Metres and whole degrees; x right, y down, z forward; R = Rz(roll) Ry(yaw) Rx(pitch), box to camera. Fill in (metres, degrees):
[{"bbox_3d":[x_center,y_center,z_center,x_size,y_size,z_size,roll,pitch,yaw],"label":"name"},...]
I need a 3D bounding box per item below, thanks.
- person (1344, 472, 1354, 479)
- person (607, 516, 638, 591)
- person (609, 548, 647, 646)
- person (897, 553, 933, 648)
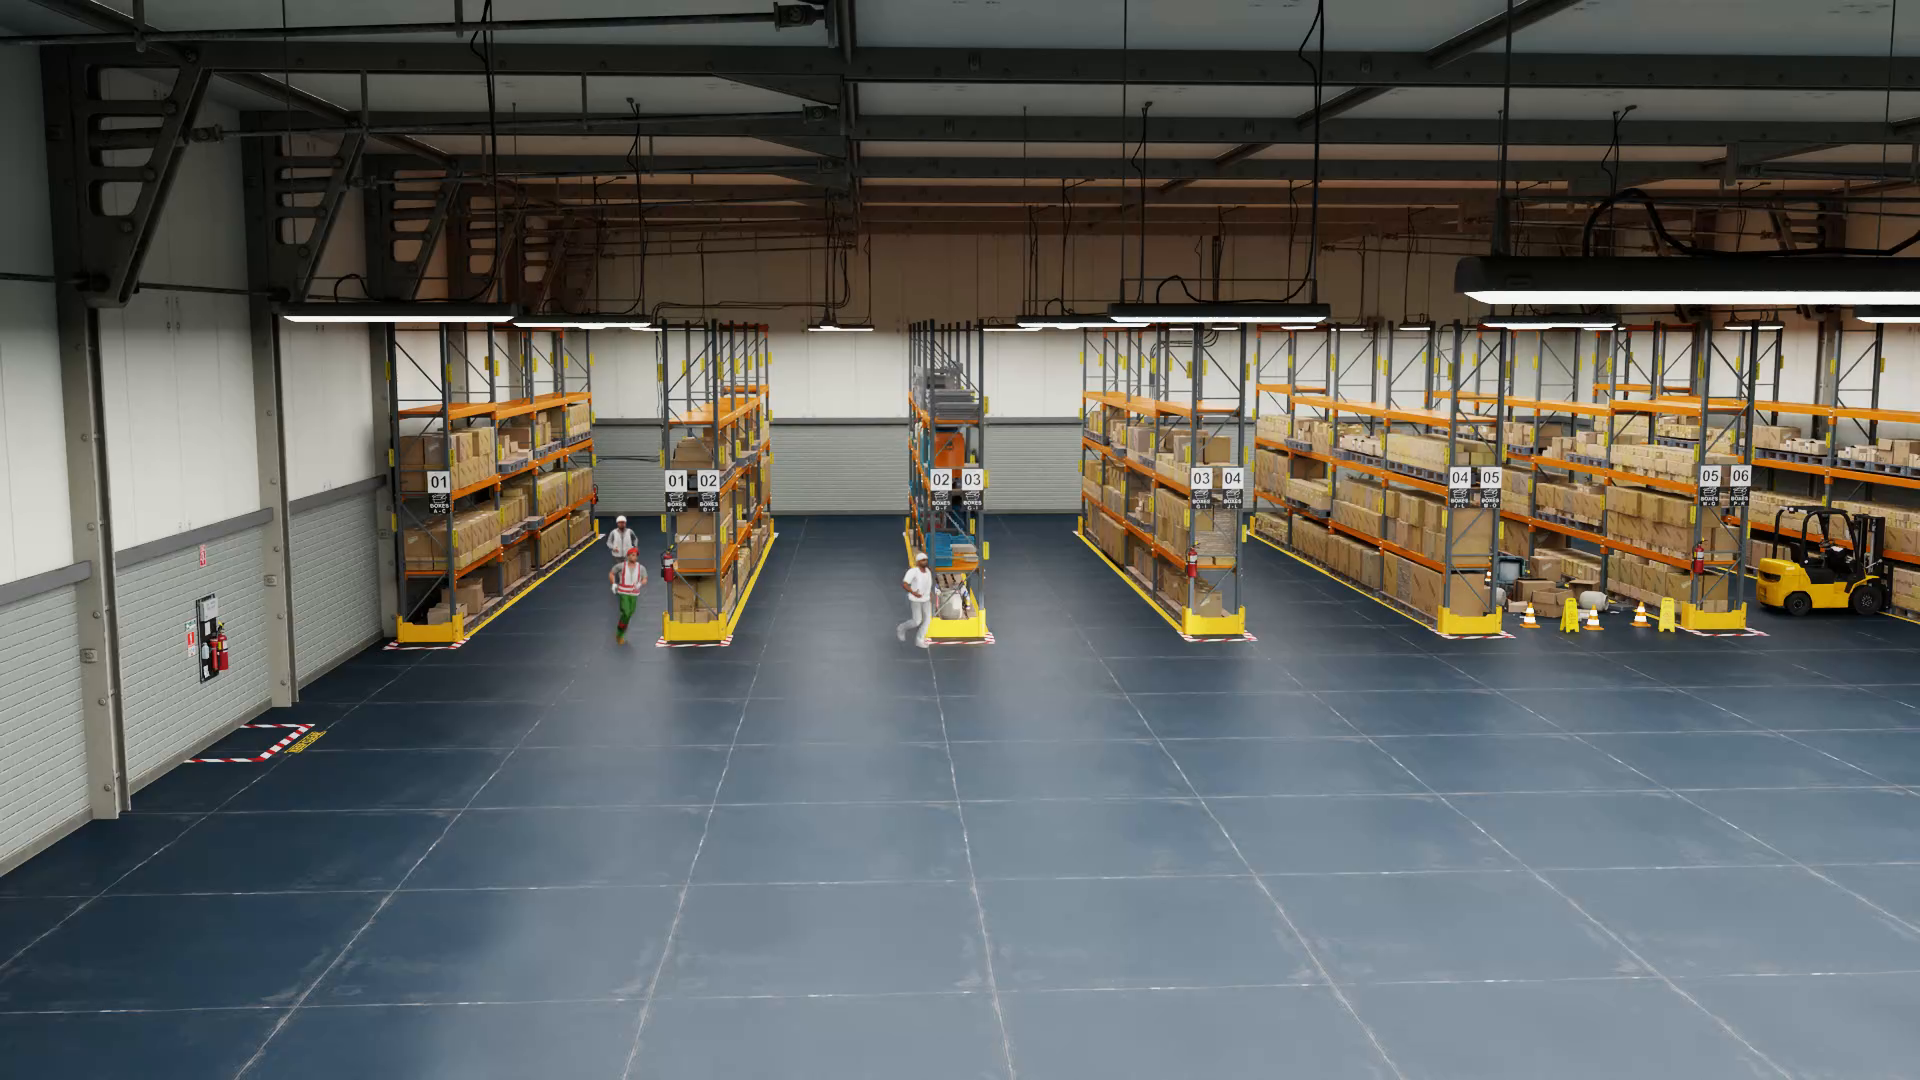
[{"bbox_3d":[11.574,-1.182,49.347,0.568,1.680,0.618,0,7,-1],"label":"person"},{"bbox_3d":[-7.396,0.352,36.467,0.683,1.783,0.816,-2,7,-13],"label":"person"},{"bbox_3d":[-6.138,1.046,30.915,0.654,1.811,0.696,-4,8,-32],"label":"person"},{"bbox_3d":[-0.768,1.097,30.620,0.722,1.735,0.750,-7,10,-44],"label":"person"}]
